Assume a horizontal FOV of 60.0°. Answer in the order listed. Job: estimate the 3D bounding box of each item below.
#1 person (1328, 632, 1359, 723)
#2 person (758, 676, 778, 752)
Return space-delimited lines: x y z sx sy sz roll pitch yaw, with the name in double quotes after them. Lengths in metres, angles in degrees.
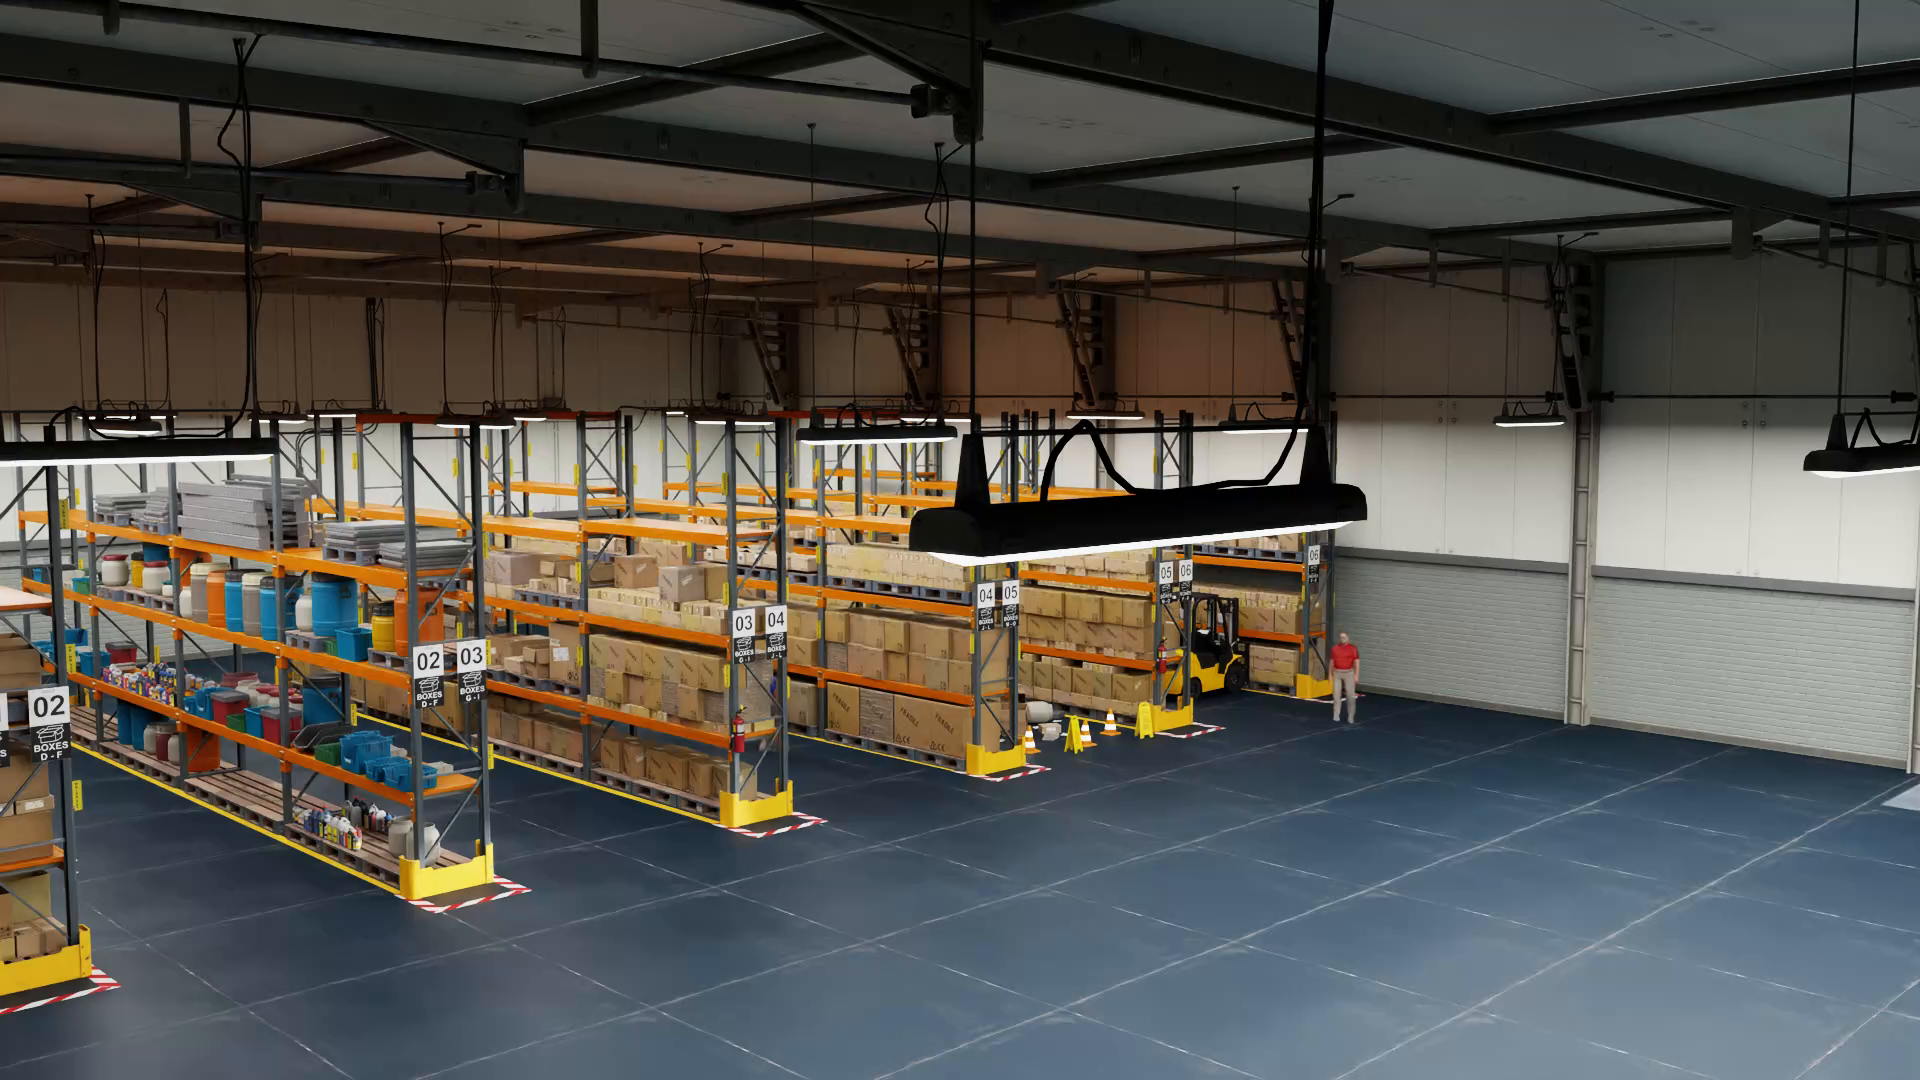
7.463 2.661 32.397 0.567 1.746 0.407 3 6 30 "person"
-3.442 2.937 29.493 0.447 1.646 0.501 -1 5 -11 "person"
